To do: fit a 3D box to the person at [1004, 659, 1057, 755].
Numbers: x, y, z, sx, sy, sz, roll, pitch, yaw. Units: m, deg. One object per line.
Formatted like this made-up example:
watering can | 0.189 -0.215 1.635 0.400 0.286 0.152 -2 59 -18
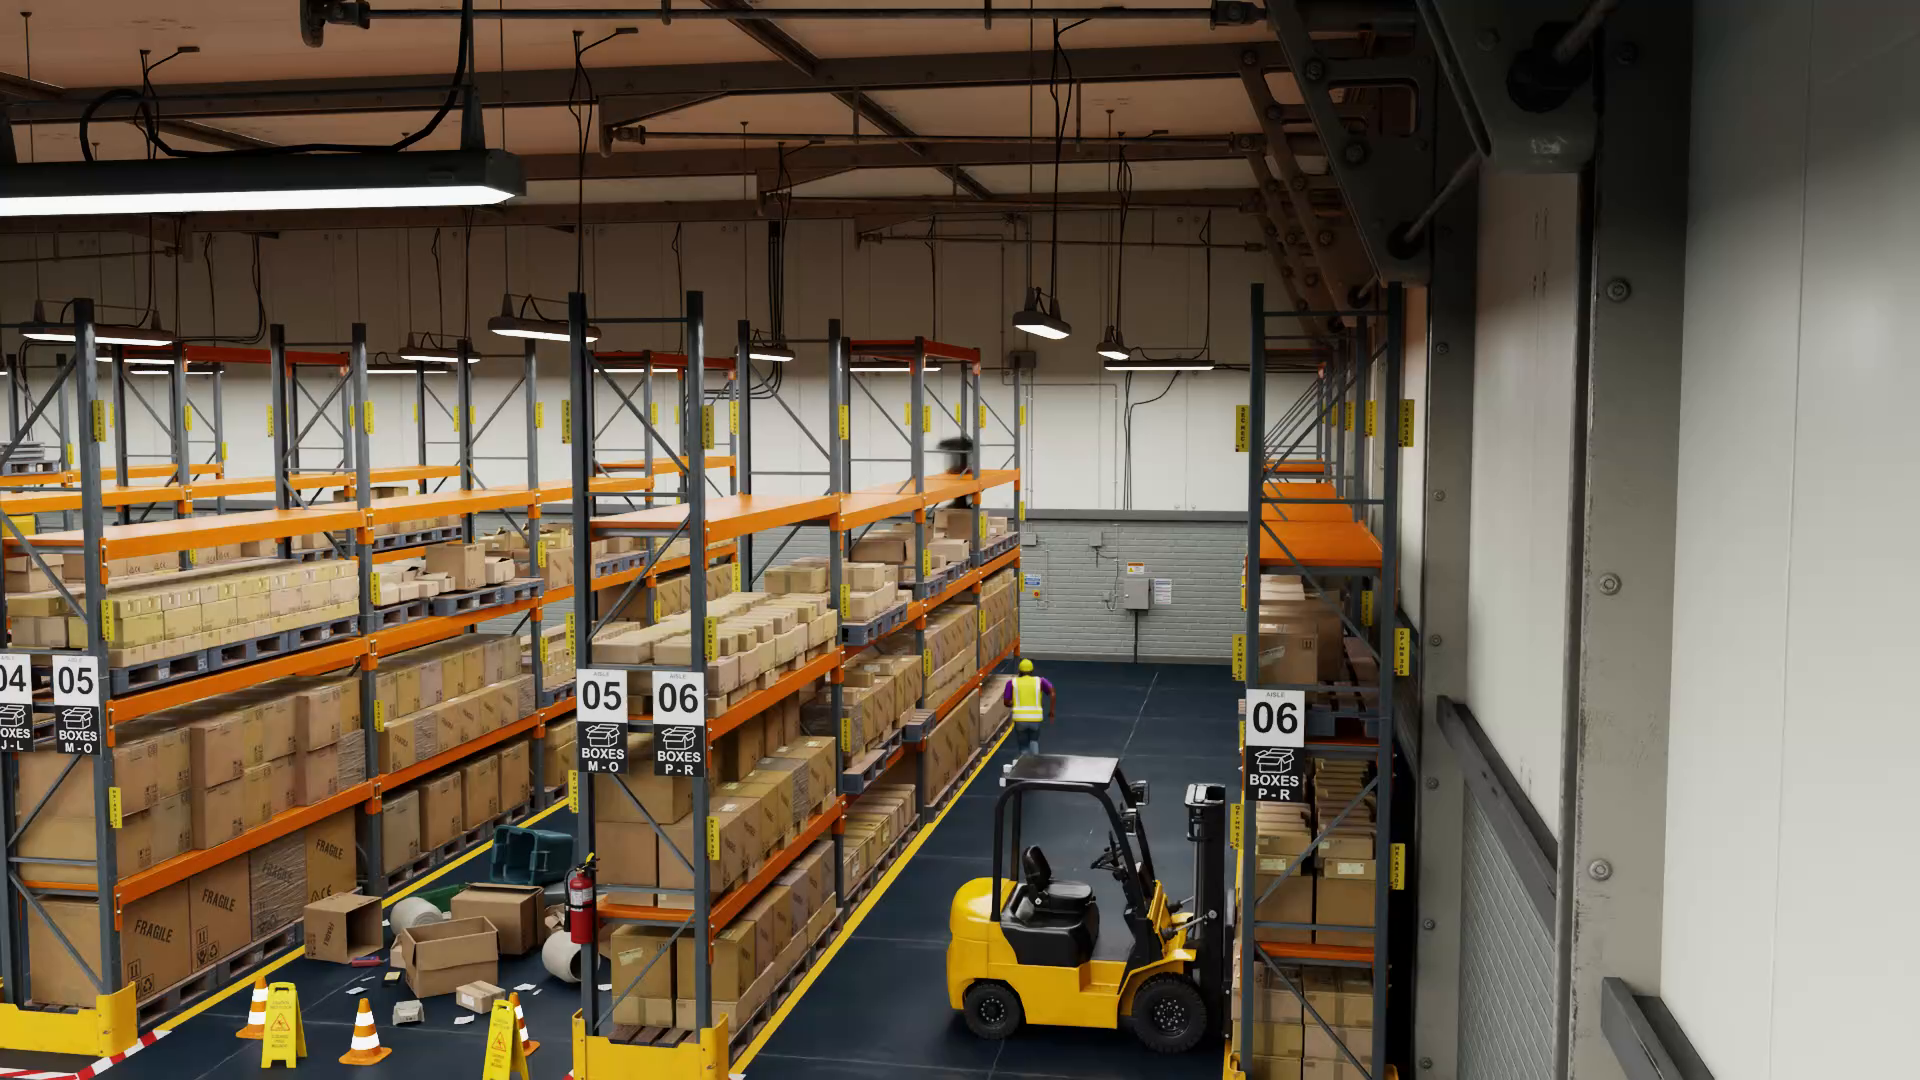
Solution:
person | 0.947 2.488 22.898 0.691 1.684 0.711 -1 5 -7
